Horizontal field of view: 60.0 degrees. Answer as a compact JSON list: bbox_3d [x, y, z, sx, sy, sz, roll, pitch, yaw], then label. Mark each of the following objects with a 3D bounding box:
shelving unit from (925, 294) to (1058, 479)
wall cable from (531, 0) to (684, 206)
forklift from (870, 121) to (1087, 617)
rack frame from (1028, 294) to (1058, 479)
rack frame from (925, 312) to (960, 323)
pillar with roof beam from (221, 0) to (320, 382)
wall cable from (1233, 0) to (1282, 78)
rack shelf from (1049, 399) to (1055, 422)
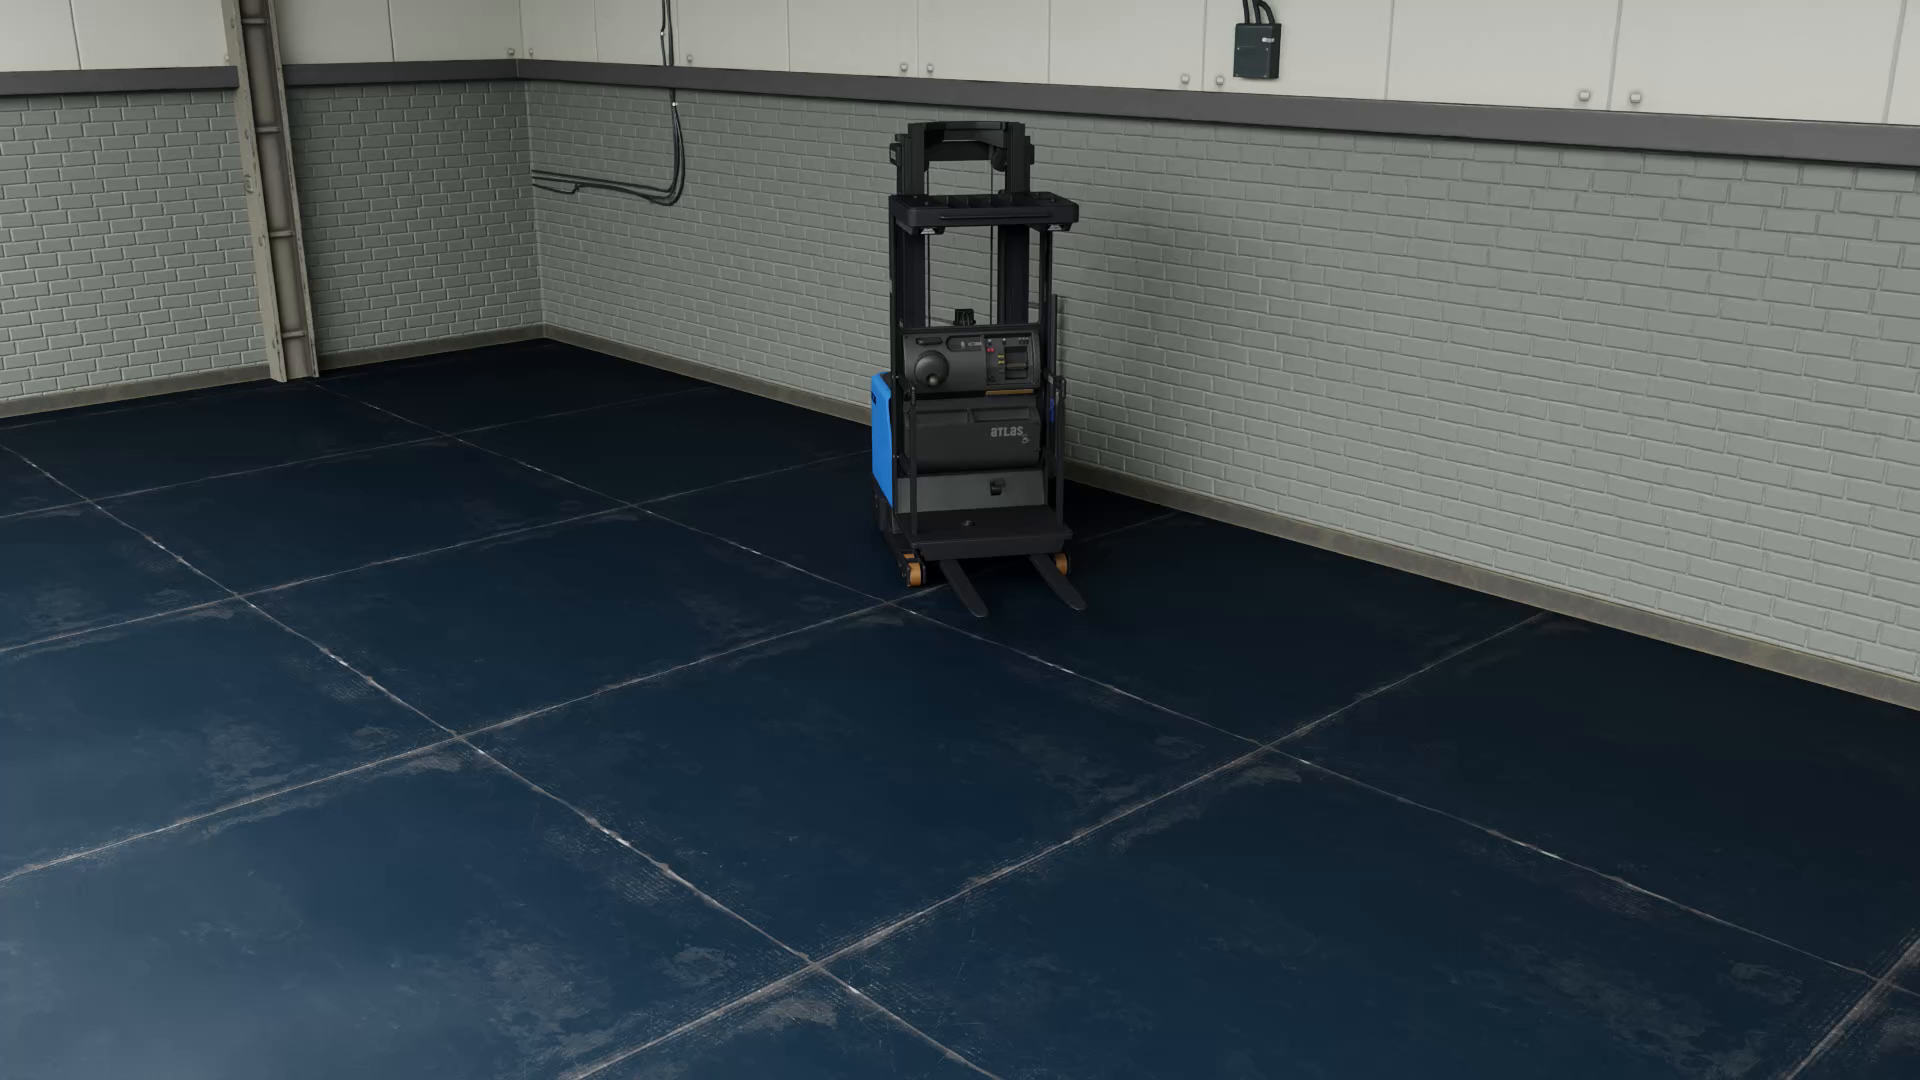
[{"bbox_3d":[0.212,-1.168,13.156,1.048,1.500,0.538,-15,24,-39],"label":"shelving unit"},{"bbox_3d":[-3.821,-4.815,17.279,0.112,2.526,3.097,-16,24,-41],"label":"wall cable"},{"bbox_3d":[0.125,-1.206,10.953,1.130,2.935,3.031,-4,18,-11],"label":"forklift"},{"bbox_3d":[0.590,-1.273,13.479,0.032,1.500,0.500,-15,24,-39],"label":"rack frame"},{"bbox_3d":[-0.167,-1.063,12.833,0.032,1.500,0.500,-15,24,-39],"label":"rack frame"},{"bbox_3d":[-3.913,-4.999,12.813,0.400,9.000,9.100,-16,24,-41],"label":"pillar with roof beam"},{"bbox_3d":[2.689,-5.779,9.704,0.169,6.003,2.305,-16,24,-41],"label":"wall cable"},{"bbox_3d":[0.212,-0.997,13.211,1.000,0.185,0.538,-15,24,-39],"label":"rack shelf"}]
